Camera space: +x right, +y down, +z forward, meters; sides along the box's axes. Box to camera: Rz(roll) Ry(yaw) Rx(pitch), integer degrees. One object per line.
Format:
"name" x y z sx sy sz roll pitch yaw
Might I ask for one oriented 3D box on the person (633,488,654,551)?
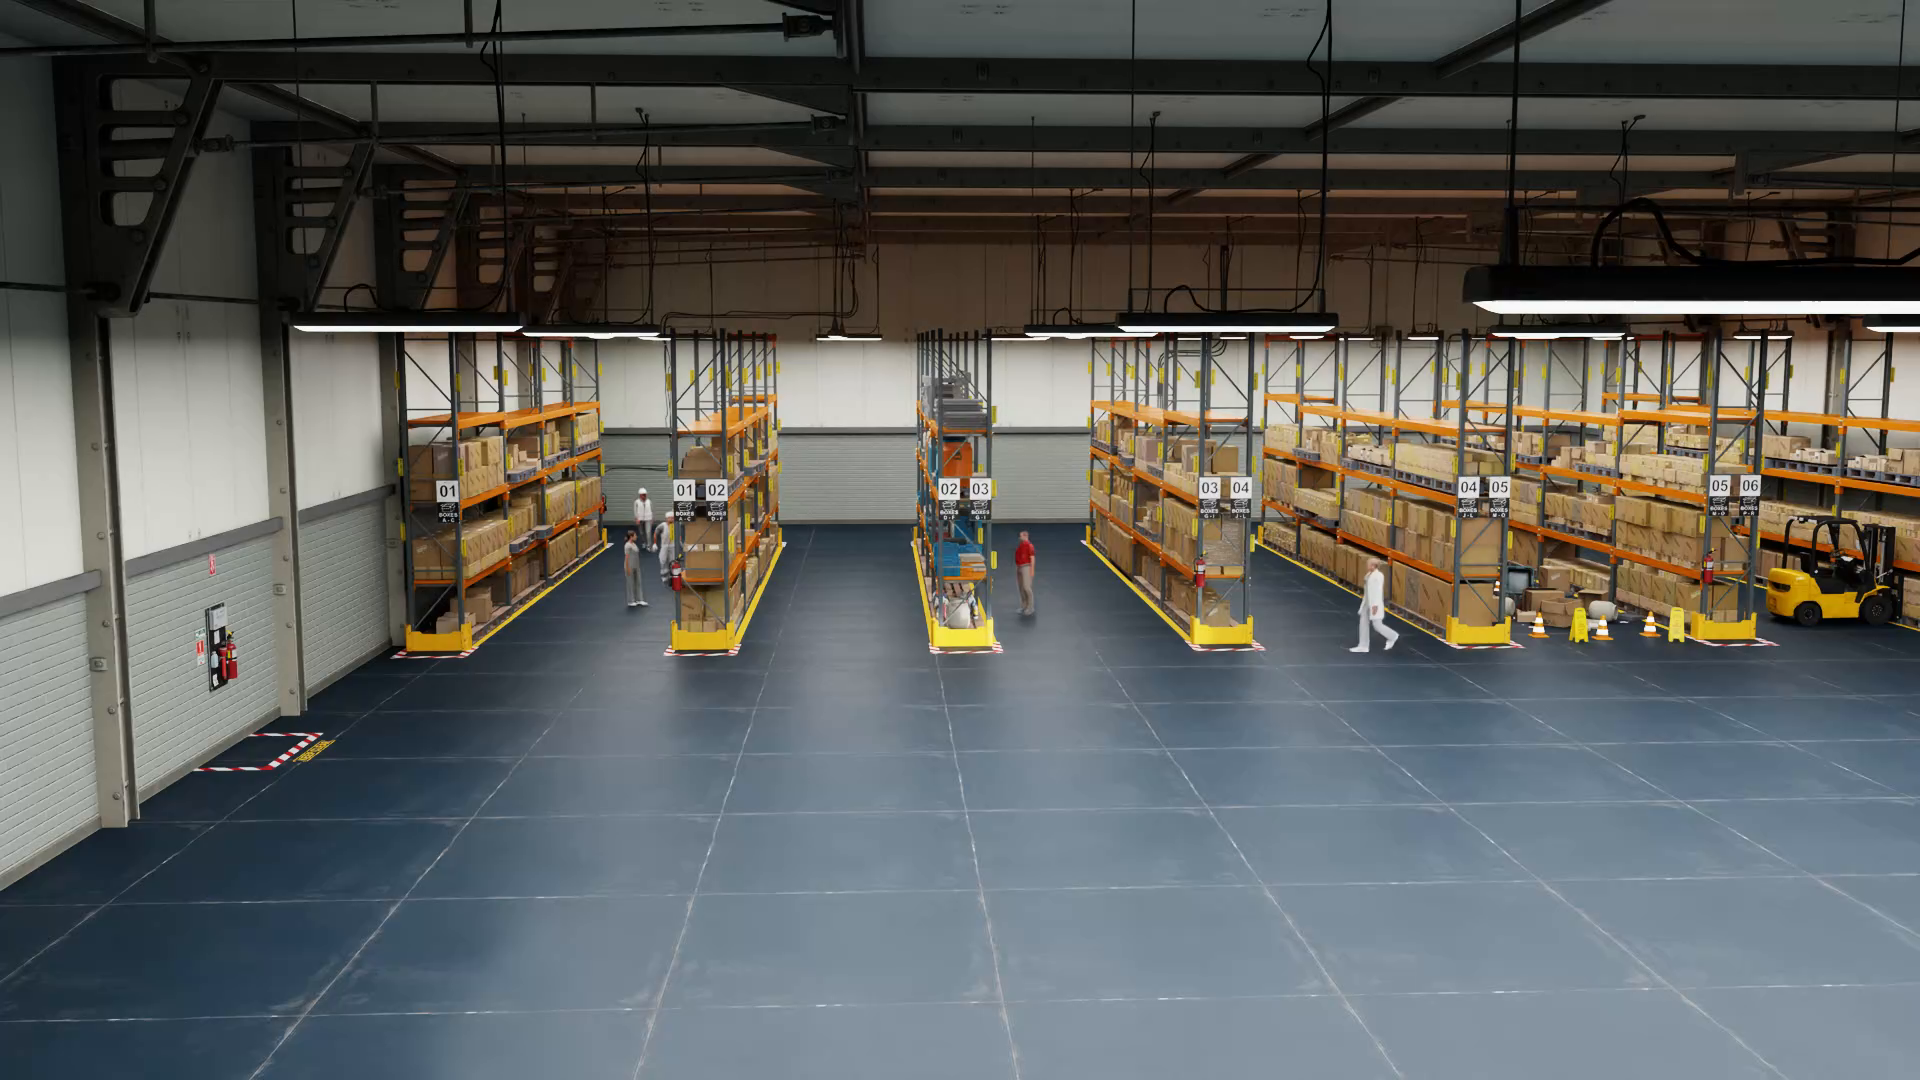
"person" -8.774 -0.572 46.028 0.522 1.715 1.015 -1 7 -5

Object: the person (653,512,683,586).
"person" -6.954 0.217 39.720 0.774 1.807 0.877 0 7 -1

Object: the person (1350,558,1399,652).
"person" 7.714 1.207 30.867 0.908 1.766 0.529 -4 8 -28

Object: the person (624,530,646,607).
"person" -7.151 0.613 36.423 0.363 1.675 0.505 4 8 29

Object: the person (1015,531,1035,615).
"person" 1.375 0.695 35.538 0.387 1.766 0.630 -3 7 -25
